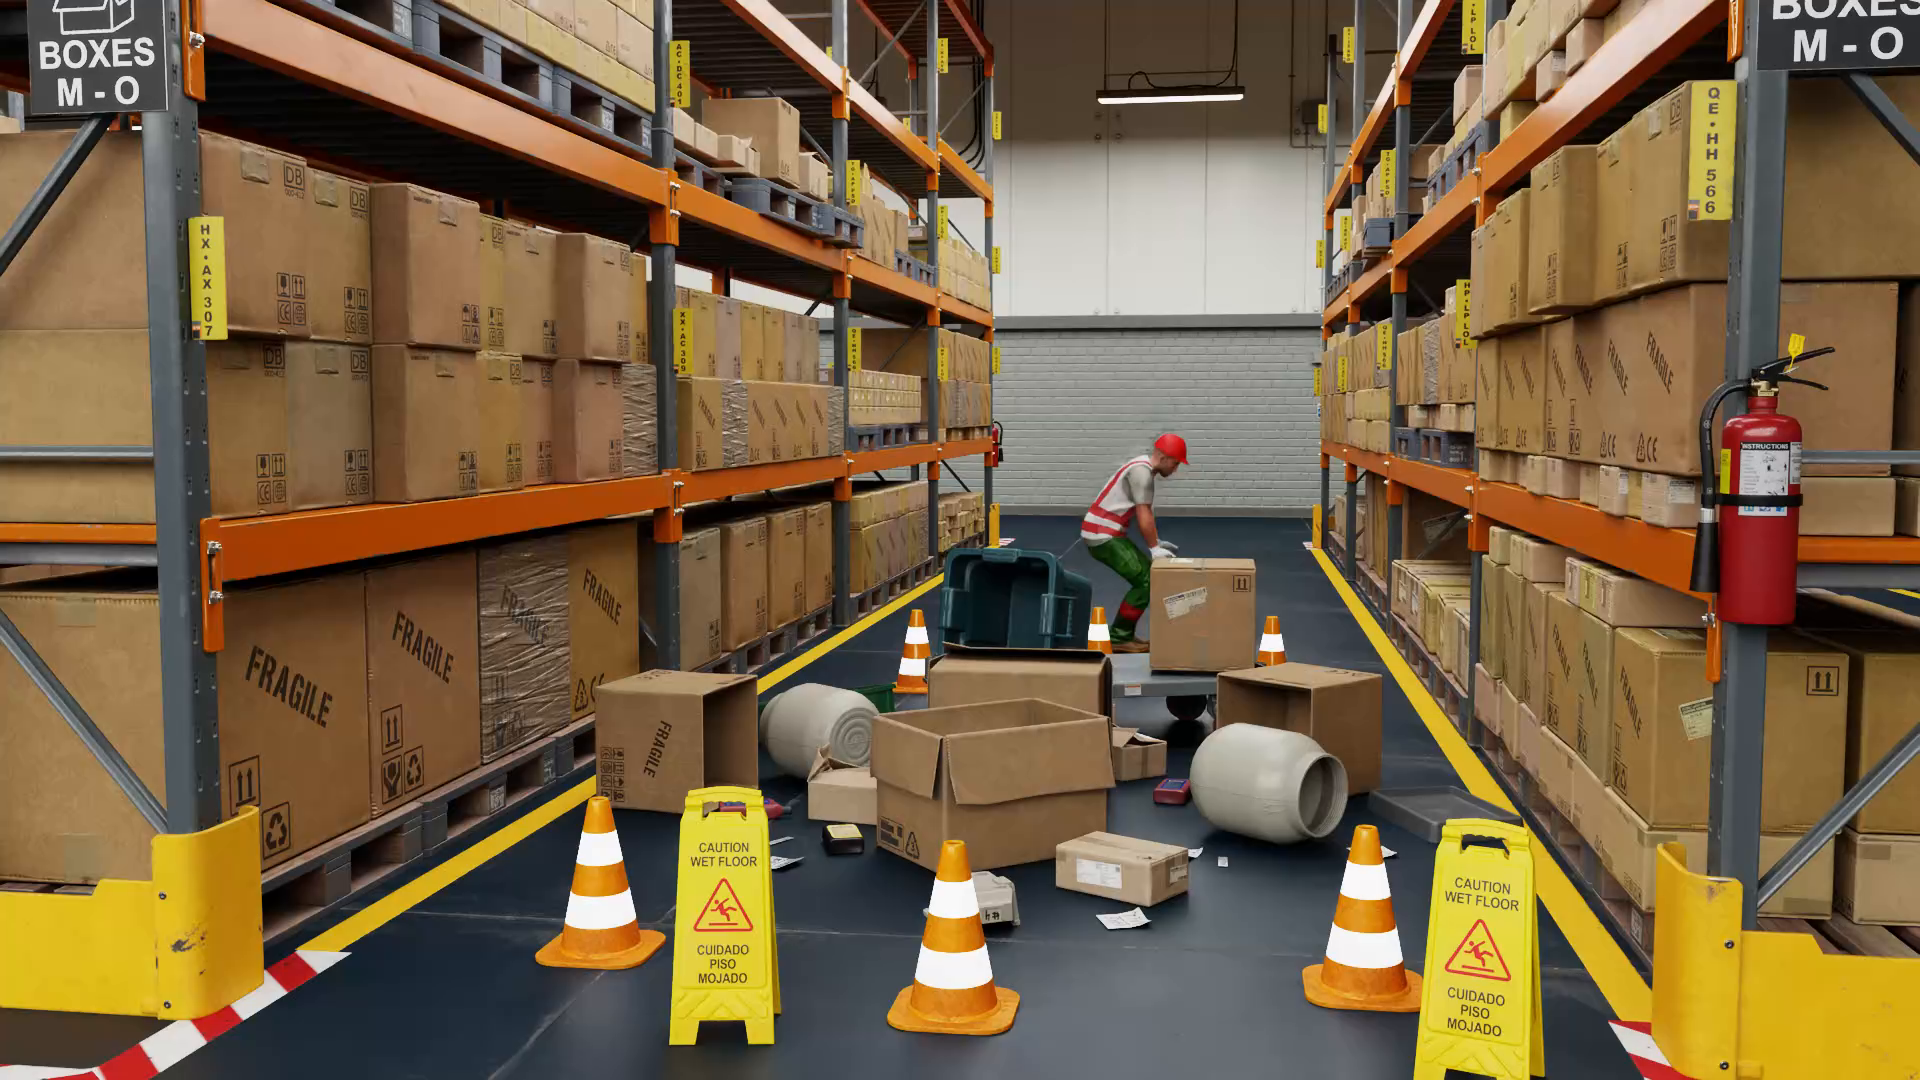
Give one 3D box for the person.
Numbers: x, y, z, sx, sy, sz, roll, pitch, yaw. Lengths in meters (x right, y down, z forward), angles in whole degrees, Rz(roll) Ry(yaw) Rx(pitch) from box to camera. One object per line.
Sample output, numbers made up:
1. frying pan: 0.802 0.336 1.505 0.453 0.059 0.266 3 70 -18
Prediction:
1. person: 1.189 0.014 11.306 0.731 1.471 0.580 1 4 9
